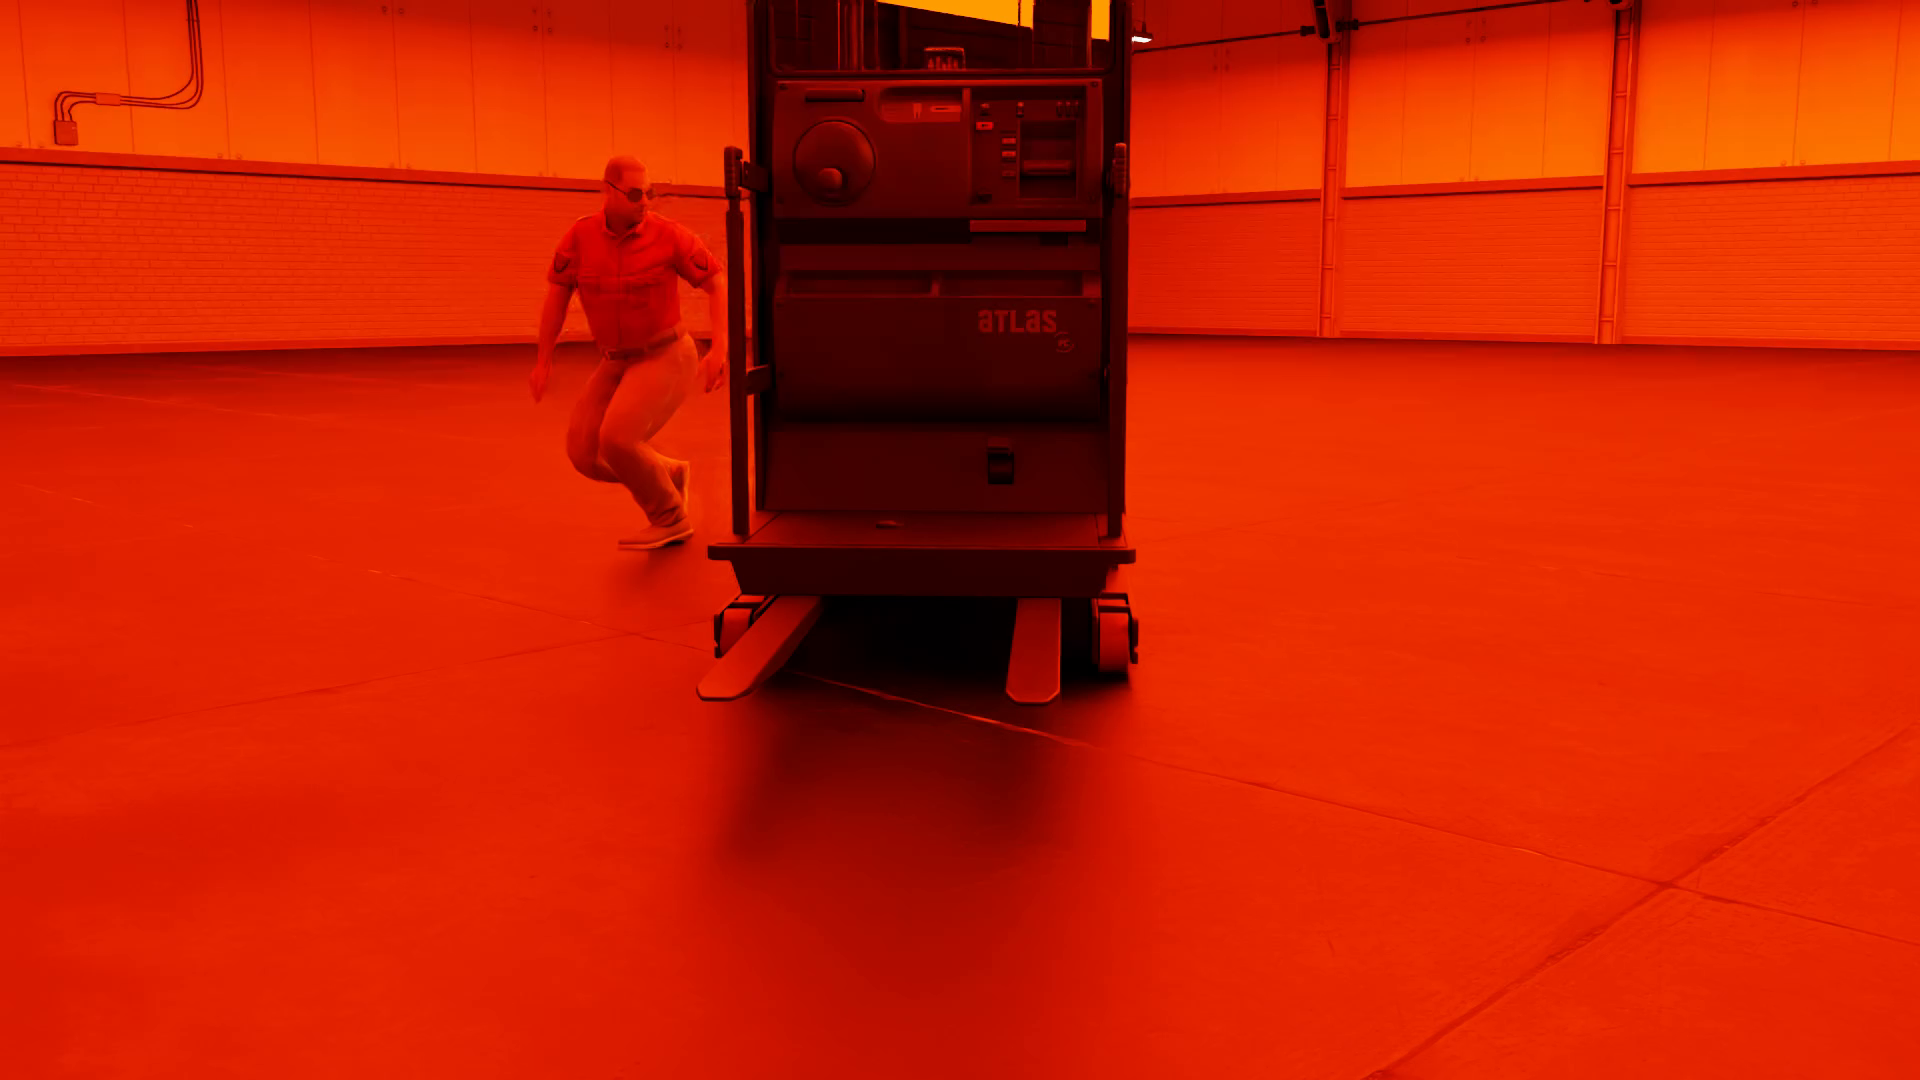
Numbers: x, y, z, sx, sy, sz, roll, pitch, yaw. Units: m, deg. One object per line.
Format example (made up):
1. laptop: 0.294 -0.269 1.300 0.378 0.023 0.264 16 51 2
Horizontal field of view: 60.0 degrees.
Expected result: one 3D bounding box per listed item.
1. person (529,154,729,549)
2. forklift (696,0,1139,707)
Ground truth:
1. person: -1.250 -0.732 6.591 0.832 1.528 0.648 5 10 28
2. forklift: -0.074 -1.147 4.490 1.130 2.935 3.031 1 9 3
